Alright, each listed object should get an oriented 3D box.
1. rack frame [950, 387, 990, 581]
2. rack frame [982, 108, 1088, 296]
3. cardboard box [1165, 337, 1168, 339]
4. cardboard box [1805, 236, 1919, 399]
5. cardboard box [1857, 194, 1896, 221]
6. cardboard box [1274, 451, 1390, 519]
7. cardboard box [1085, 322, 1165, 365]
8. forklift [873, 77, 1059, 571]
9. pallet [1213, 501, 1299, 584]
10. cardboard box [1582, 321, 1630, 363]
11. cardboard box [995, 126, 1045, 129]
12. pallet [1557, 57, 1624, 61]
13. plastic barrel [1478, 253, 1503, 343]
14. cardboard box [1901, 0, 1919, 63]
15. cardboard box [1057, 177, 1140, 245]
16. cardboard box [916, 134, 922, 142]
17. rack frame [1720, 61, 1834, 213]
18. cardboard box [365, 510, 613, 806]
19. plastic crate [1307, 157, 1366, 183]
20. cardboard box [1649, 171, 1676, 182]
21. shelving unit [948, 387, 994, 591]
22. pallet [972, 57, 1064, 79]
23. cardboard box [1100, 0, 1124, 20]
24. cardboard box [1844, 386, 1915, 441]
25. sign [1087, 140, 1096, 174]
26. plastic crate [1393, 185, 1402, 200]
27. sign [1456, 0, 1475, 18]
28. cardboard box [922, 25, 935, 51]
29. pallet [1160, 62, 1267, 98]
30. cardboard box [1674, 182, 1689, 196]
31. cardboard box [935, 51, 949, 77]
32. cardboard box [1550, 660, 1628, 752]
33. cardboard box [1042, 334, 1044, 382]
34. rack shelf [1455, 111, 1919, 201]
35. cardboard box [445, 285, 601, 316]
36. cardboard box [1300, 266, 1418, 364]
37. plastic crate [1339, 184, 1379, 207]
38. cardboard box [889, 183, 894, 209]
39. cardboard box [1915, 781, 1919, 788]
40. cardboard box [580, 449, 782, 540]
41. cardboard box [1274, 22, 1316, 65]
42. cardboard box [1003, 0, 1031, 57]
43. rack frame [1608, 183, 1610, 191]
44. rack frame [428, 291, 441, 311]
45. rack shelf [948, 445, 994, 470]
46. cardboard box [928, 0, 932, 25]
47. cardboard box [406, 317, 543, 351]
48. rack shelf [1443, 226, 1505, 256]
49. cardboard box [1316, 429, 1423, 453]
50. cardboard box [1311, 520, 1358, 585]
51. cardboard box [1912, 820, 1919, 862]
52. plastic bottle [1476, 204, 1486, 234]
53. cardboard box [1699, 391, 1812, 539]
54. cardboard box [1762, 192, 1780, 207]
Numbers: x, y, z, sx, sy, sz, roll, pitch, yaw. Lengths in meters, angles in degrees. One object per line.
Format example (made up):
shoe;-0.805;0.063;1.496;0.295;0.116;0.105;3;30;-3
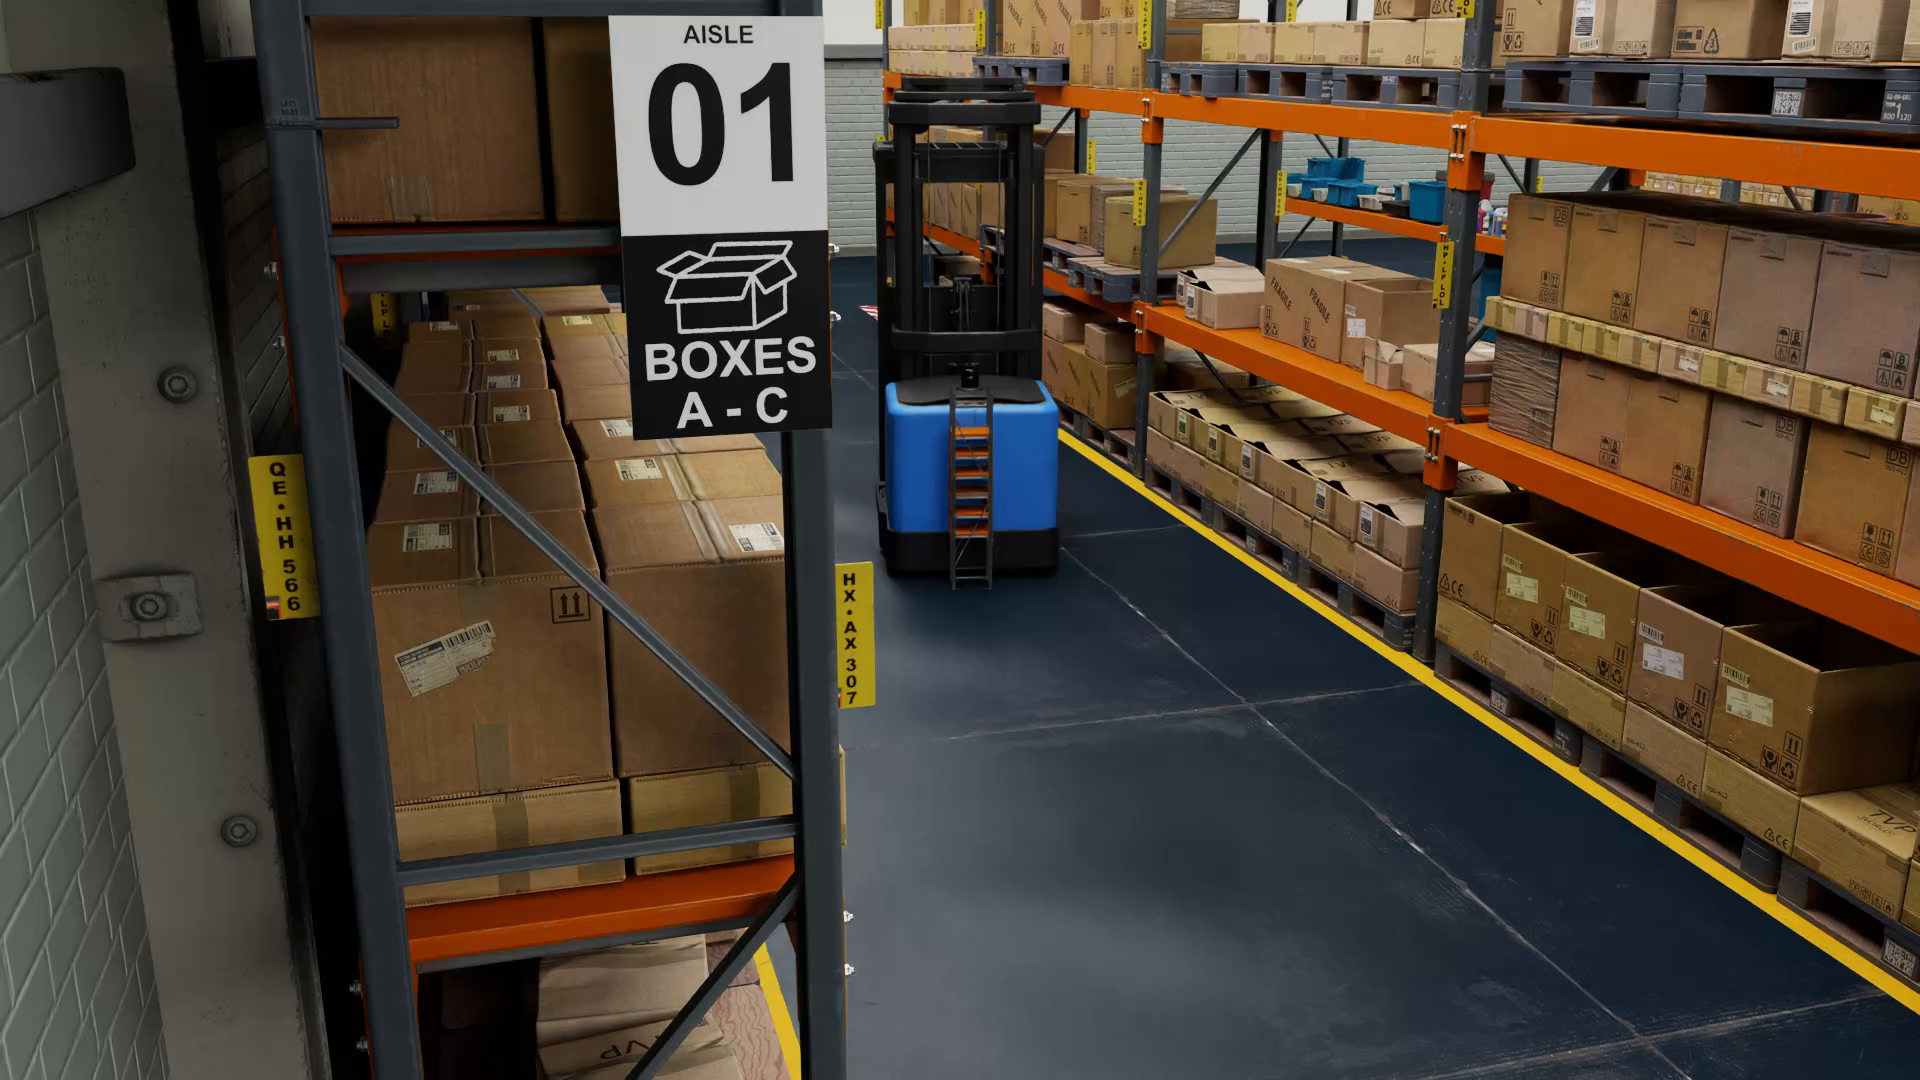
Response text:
rack frame;0.059;-0.326;9.950;0.240;1.200;0.006;-1;17;-4
rack frame;0.710;-3.049;15.887;1.000;3.000;0.127;-5;17;-15
cardboard box;1.529;-1.532;14.418;0.500;0.500;0.500;-5;18;-17
cardboard box;3.589;-0.828;6.065;0.700;0.500;0.500;-5;17;-15
cardboard box;10.122;-3.732;17.988;0.500;0.500;0.500;-5;17;-15
cardboard box;2.238;-0.360;10.010;0.500;0.311;0.500;-5;17;-15
cardboard box;1.307;-1.570;13.243;0.500;0.250;0.500;-4;17;-13
forklift;-0.018;-1.592;11.158;1.130;2.935;3.031;-1;17;-4
pallet;2.330;-0.039;10.716;1.003;0.211;1.213;-5;17;-15
cardboard box;3.012;-0.892;7.405;0.380;0.149;0.250;-5;17;-16
cardboard box;0.568;-4.013;17.186;0.500;0.500;0.500;-5;17;-17
pallet;6.098;-4.263;15.044;1.003;0.211;1.213;-5;17;-15
plastic barrel;5.607;-2.484;16.924;0.600;0.901;0.708;-5;17;-15
cardboard box;3.438;-1.660;5.338;0.500;0.250;0.500;-5;17;-15
cardboard box;1.255;-2.814;14.202;0.700;0.500;0.500;-10;19;-29
cardboard box;-0.237;-4.256;17.993;0.500;0.500;0.500;-4;17;-14
rack frame;6.573;-2.333;13.504;1.000;3.000;0.127;-5;17;-15
cardboard box;-1.088;0.253;3.819;0.500;0.500;0.500;-5;17;-16
plastic crate;4.646;-4.514;20.598;0.616;0.435;0.499;-5;17;-15
cardboard box;9.158;-4.711;21.164;0.500;0.250;0.500;-5;17;-16
shelving unit;0.065;-0.299;9.863;0.258;1.200;0.189;-1;17;-4
pallet;0.822;-4.209;14.864;1.213;0.211;1.003;-5;17;-15
cardboard box;1.415;-4.309;12.957;0.500;0.500;0.500;-5;17;-15
cardboard box;3.437;-0.464;5.981;0.380;0.149;0.250;-4;17;-14
sign;1.243;-3.648;15.870;0.100;0.325;0.005;-5;17;-15
plastic crate;5.186;-3.946;19.063;0.416;0.233;0.300;-5;17;-15
sign;2.390;-2.625;7.818;0.100;0.325;0.005;-5;17;-15
cardboard box;-0.090;-5.181;17.165;0.500;0.250;0.500;-5;17;-15
pallet;2.082;-3.108;11.198;1.213;0.211;1.003;-4;17;-13
cardboard box;9.201;-4.409;20.851;0.380;0.149;0.250;-5;17;-16
cardboard box;0.048;-4.804;16.777;0.500;0.250;0.500;-5;17;-15
cardboard box;3.010;0.710;7.425;0.500;0.250;0.500;-5;17;-15
cardboard box;0.896;-1.624;14.724;0.500;0.500;0.500;-4;17;-15
rack shelf;3.459;-1.375;6.351;1.077;0.370;4.000;-5;17;-15
cardboard box;-2.107;-1.000;8.130;0.700;0.500;0.500;-3;17;-10
cardboard box;2.431;-1.382;10.164;0.500;0.500;0.500;-5;17;-15
plastic crate;4.570;-3.953;19.084;0.416;0.233;0.300;-5;17;-15
cardboard box;-0.521;-4.059;19.078;0.500;0.500;0.500;-4;17;-14
cardboard box;3.934;1.082;6.184;0.500;0.250;0.500;-5;17;-15
cardboard box;-0.722;0.073;4.417;0.500;0.500;0.500;-5;17;-15
cardboard box;2.296;-3.084;10.323;0.500;0.250;0.500;-5;17;-16
cardboard box;0.778;-4.637;14.883;0.600;0.600;0.600;-6;18;-20
rack frame;9.137;-4.937;22.175;1.000;3.000;0.127;-5;17;-15
rack frame;-2.952;-1.550;10.897;1.000;3.000;0.127;-5;17;-15
rack shelf;0.065;-0.487;9.807;0.258;0.103;0.180;-1;17;-4
cardboard box;0.064;-5.703;17.597;0.700;0.500;0.500;-5;17;-15
cardboard box;-1.925;-0.594;6.636;0.500;0.500;0.500;-5;17;-17
rack shelf;6.024;-2.542;15.450;1.077;0.370;4.000;-5;17;-15
cardboard box;2.611;-0.548;10.637;0.500;0.311;0.500;-4;17;-14
cardboard box;2.379;0.048;9.628;0.500;0.250;0.500;-5;17;-16
cardboard box;3.575;0.902;5.480;0.500;0.500;0.500;-5;17;-15
plastic bottle;5.201;-3.211;16.632;0.061;0.283;0.133;-5;17;-15
cardboard box;3.464;-0.335;6.681;0.700;0.500;0.500;-4;17;-14
cardboard box;9.625;-3.982;19.432;0.380;0.149;0.250;-4;17;-14
